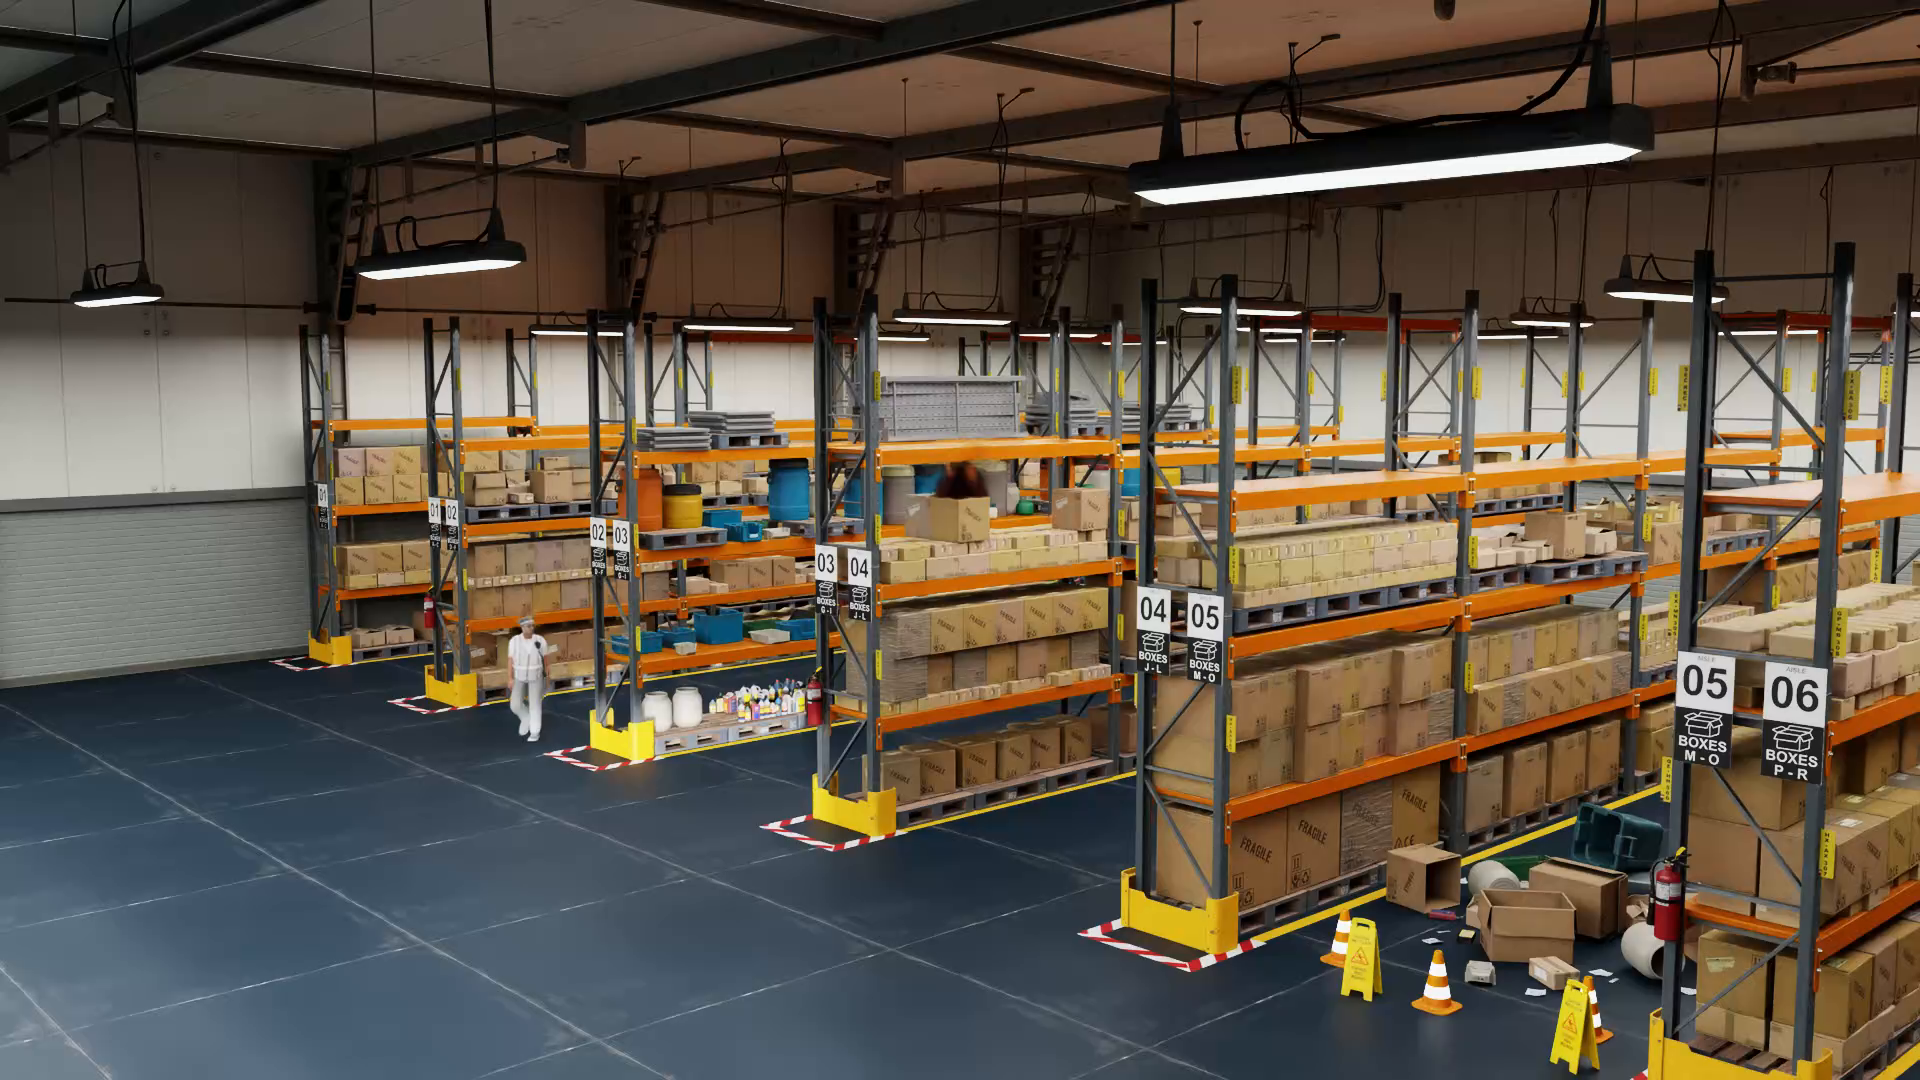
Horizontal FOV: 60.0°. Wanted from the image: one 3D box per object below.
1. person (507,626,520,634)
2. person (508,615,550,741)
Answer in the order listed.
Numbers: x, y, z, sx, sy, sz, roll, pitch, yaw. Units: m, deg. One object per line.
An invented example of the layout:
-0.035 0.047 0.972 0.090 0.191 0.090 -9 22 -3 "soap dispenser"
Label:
-7.886 1.368 29.518 0.428 1.627 0.914 3 7 31 "person"
-6.035 1.922 23.339 0.585 1.760 0.523 0 6 -1 "person"
